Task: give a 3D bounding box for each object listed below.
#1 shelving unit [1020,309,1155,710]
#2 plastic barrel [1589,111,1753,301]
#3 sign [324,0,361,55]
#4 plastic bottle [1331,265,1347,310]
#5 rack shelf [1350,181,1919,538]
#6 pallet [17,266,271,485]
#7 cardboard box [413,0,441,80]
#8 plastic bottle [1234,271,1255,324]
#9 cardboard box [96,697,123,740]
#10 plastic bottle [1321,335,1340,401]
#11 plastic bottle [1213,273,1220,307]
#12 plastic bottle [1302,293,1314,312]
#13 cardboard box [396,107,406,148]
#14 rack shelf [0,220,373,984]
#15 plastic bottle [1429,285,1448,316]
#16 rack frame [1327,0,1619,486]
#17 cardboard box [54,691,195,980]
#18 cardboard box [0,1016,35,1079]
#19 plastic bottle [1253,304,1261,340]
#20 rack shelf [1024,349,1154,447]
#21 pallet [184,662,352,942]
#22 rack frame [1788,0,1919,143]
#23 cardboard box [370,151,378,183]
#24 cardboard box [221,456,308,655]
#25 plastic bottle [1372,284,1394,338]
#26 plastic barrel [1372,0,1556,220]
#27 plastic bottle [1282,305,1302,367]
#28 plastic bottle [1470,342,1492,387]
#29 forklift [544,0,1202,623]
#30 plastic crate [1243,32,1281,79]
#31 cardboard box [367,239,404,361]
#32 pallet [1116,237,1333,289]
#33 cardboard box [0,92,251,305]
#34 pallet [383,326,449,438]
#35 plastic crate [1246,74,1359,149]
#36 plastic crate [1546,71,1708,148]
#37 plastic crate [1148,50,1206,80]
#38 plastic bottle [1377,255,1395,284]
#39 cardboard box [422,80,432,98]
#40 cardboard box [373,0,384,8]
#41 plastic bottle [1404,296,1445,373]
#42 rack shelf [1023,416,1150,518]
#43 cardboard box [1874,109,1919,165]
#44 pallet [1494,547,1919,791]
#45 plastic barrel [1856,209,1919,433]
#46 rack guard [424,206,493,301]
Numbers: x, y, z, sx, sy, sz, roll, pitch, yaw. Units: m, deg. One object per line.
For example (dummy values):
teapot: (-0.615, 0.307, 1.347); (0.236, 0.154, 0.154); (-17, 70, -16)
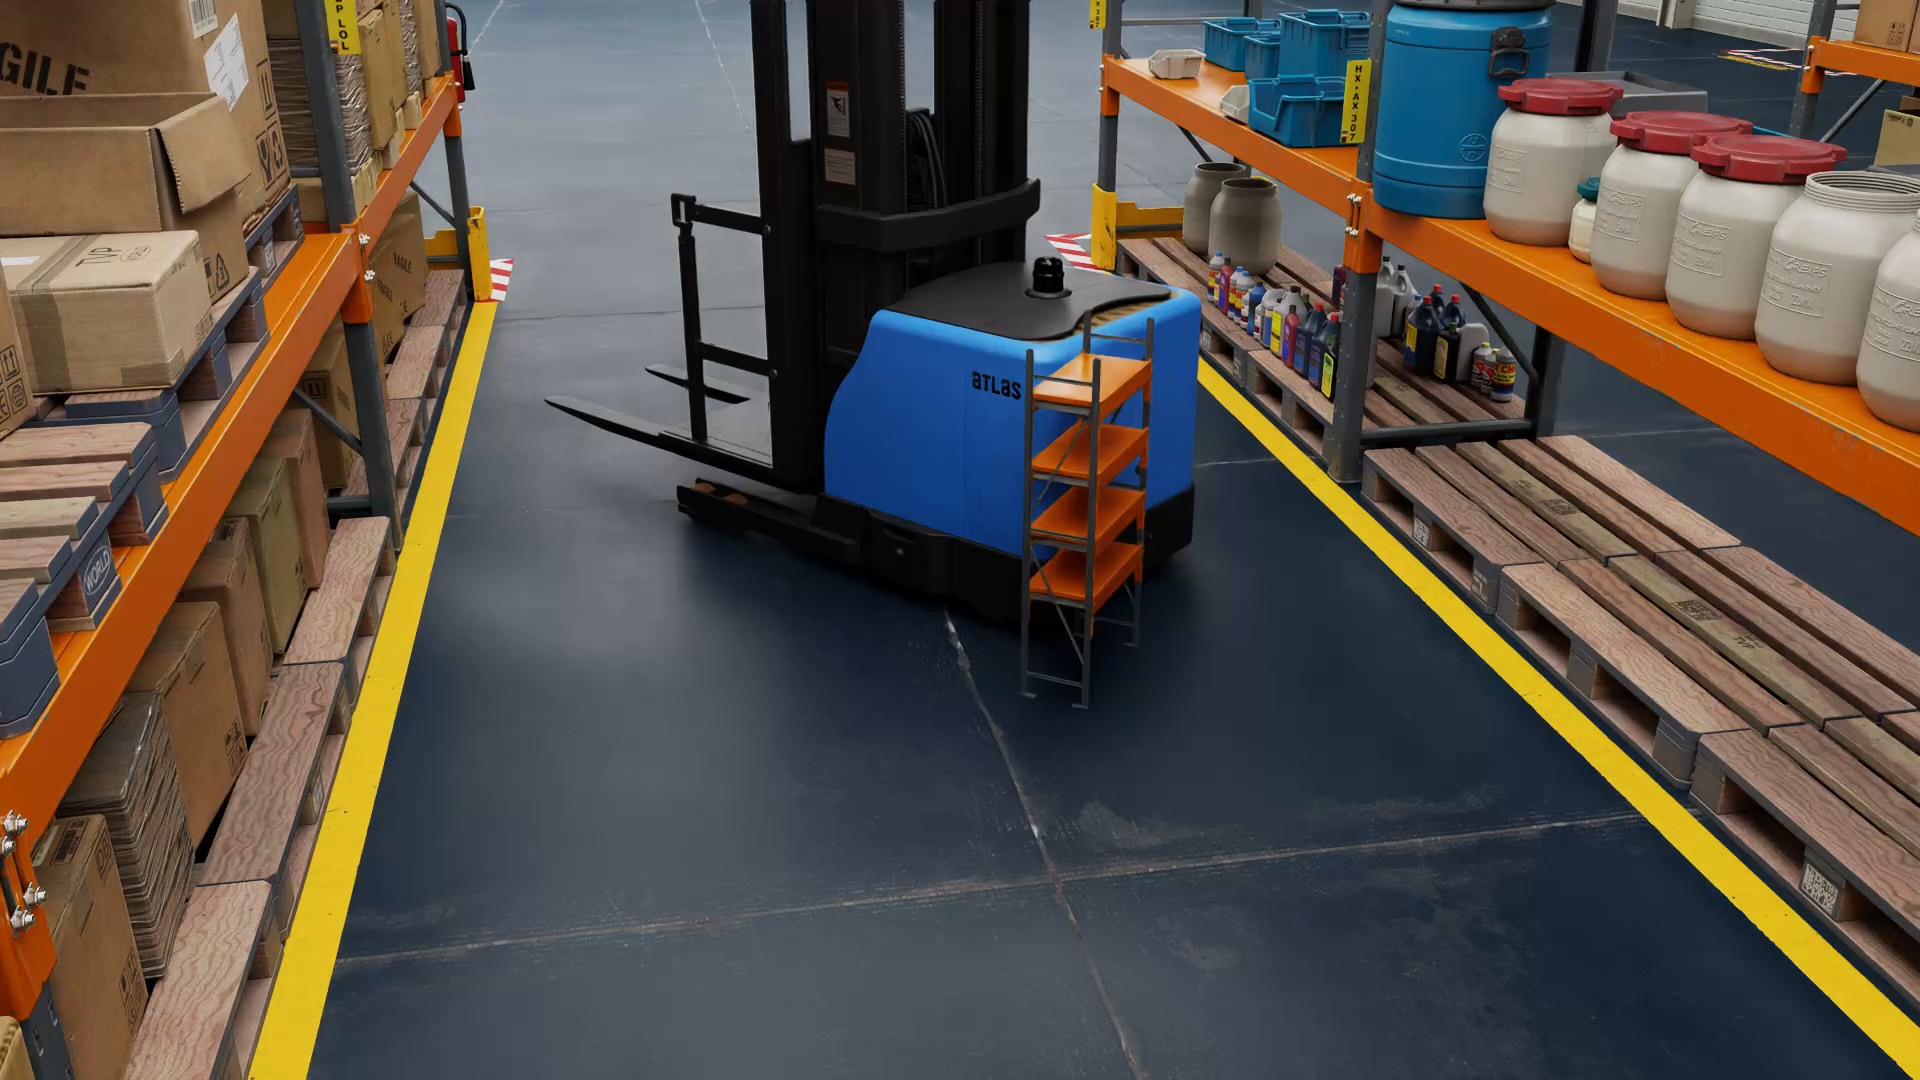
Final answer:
shelving unit: (0.417, -0.102, 5.484); (0.258, 1.200, 0.503); (11, 26, 23)
plastic barrel: (2.234, -1.055, 5.248); (0.433, 0.535, 0.433); (0, 24, 0)
sign: (-2.186, -1.880, 5.861); (0.100, 0.325, 0.005); (-4, 24, -10)
plastic bottle: (2.083, -1.405, 9.063); (0.061, 0.283, 0.133); (-4, 24, -10)
rack shelf: (2.507, -0.558, 5.178); (1.077, 0.370, 4.000); (-4, 24, -10)
pallet: (-2.397, -0.422, 4.207); (1.003, 0.211, 1.213); (-4, 24, -10)
cardboard box: (-3.185, -2.657, 8.589); (0.875, 0.500, 0.500); (-4, 24, -10)
plastic bottle: (1.508, -1.288, 8.811); (0.097, 0.271, 0.097); (0, 24, 0)
cardboard box: (-2.252, 0.397, 3.730); (0.500, 0.250, 0.500); (-2, 24, -4)
plastic bottle: (1.724, -0.796, 7.668); (0.061, 0.283, 0.133); (-3, 24, -7)
plastic bottle: (1.445, -1.390, 9.130); (0.097, 0.201, 0.097); (0, 24, 0)
plastic bottle: (1.735, -1.083, 8.326); (0.061, 0.283, 0.133); (-4, 24, -10)
cardboard box: (-2.765, -1.888, 7.639); (0.380, 0.149, 0.250); (-4, 24, -10)
rack shelf: (-2.361, -0.191, 4.338); (1.077, 0.370, 4.000); (-4, 24, -10)
plastic bottle: (2.361, -1.084, 8.244); (0.144, 0.351, 0.185); (-5, 24, -12)
rack frame: (2.137, -1.674, 6.835); (1.000, 3.000, 0.127); (-4, 24, -10)
cardboard box: (-2.250, 0.731, 3.903); (0.700, 0.500, 0.500); (-6, 24, -14)
cardboard box: (-1.884, 1.320, 2.109); (1.225, 0.875, 0.875); (-5, 24, -12)
plastic bottle: (1.565, -1.136, 8.551); (0.097, 0.201, 0.097); (0, 24, 0)
rack shelf: (0.417, -0.462, 5.327); (0.258, 0.148, 0.480); (11, 26, 23)
pallet: (-2.356, 0.758, 4.752); (1.003, 0.211, 1.213); (-4, 24, -10)
rack frame: (6.266, -3.612, 11.273); (1.000, 3.000, 0.127); (-4, 24, -10)
cardboard box: (-2.582, -1.495, 6.738); (0.380, 0.149, 0.250); (-4, 24, -10)
cardboard box: (-2.568, 0.069, 5.419); (0.700, 0.500, 0.500); (-4, 24, -10)
plastic bottle: (2.141, -1.196, 8.594); (0.152, 0.276, 0.135); (-4, 24, -10)
plastic barrel: (1.911, -1.729, 6.335); (0.600, 0.901, 0.708); (-4, 24, -10)
plastic bottle: (1.628, -0.999, 8.134); (0.061, 0.283, 0.133); (-3, 24, -6)
plastic bottle: (2.471, -0.831, 7.851); (0.097, 0.201, 0.097); (0, 24, 0)
forklift: (-0.545, -1.511, 6.547); (3.031, 2.935, 1.130); (18, 29, 35)
plastic crate: (1.898, -2.749, 9.481); (0.499, 0.251, 0.408); (-4, 24, -10)
cardboard box: (-3.130, -1.201, 8.350); (0.500, 0.500, 0.500); (-2, 24, -5)
pallet: (1.603, -1.623, 10.202); (1.003, 0.211, 1.213); (-4, 24, -10)
cardboard box: (-2.319, -0.872, 4.345); (0.797, 0.503, 0.637); (-2, 24, -4)
pallet: (-3.118, -0.772, 8.254); (1.003, 0.211, 1.213); (-4, 24, -10)
plastic crate: (1.666, -2.021, 7.815); (0.499, 0.251, 0.616); (-4, 24, -10)
plastic crate: (2.527, -1.535, 6.438); (0.402, 0.464, 0.583); (-4, 24, -10)
plastic crate: (1.247, -2.751, 9.630); (0.298, 0.136, 0.250); (-4, 24, -10)
plastic bottle: (2.248, -1.324, 8.795); (0.144, 0.351, 0.185); (-3, 24, -8)
cardboard box: (-3.072, -2.476, 8.985); (0.380, 0.149, 0.250); (-4, 24, -10)
cardboard box: (-2.750, -2.537, 7.065); (0.500, 0.500, 0.500); (-4, 24, -10)
plastic bottle: (2.254, -0.999, 8.050); (0.144, 0.351, 0.185); (-4, 24, -10)
rack shelf: (0.417, -0.245, 5.421); (0.258, 0.148, 0.480); (11, 26, 23)
cardboard box: (6.241, -2.465, 10.619); (0.500, 0.500, 0.500); (-4, 24, -10)
pallet: (2.549, 0.391, 5.591); (1.003, 0.211, 1.213); (-4, 24, -10)
plastic barrel: (2.477, -0.541, 4.100); (0.421, 0.512, 0.421); (0, 24, 0)
rack guard: (-3.456, -1.705, 10.030); (1.175, 0.500, 0.348); (-4, 24, -10)
